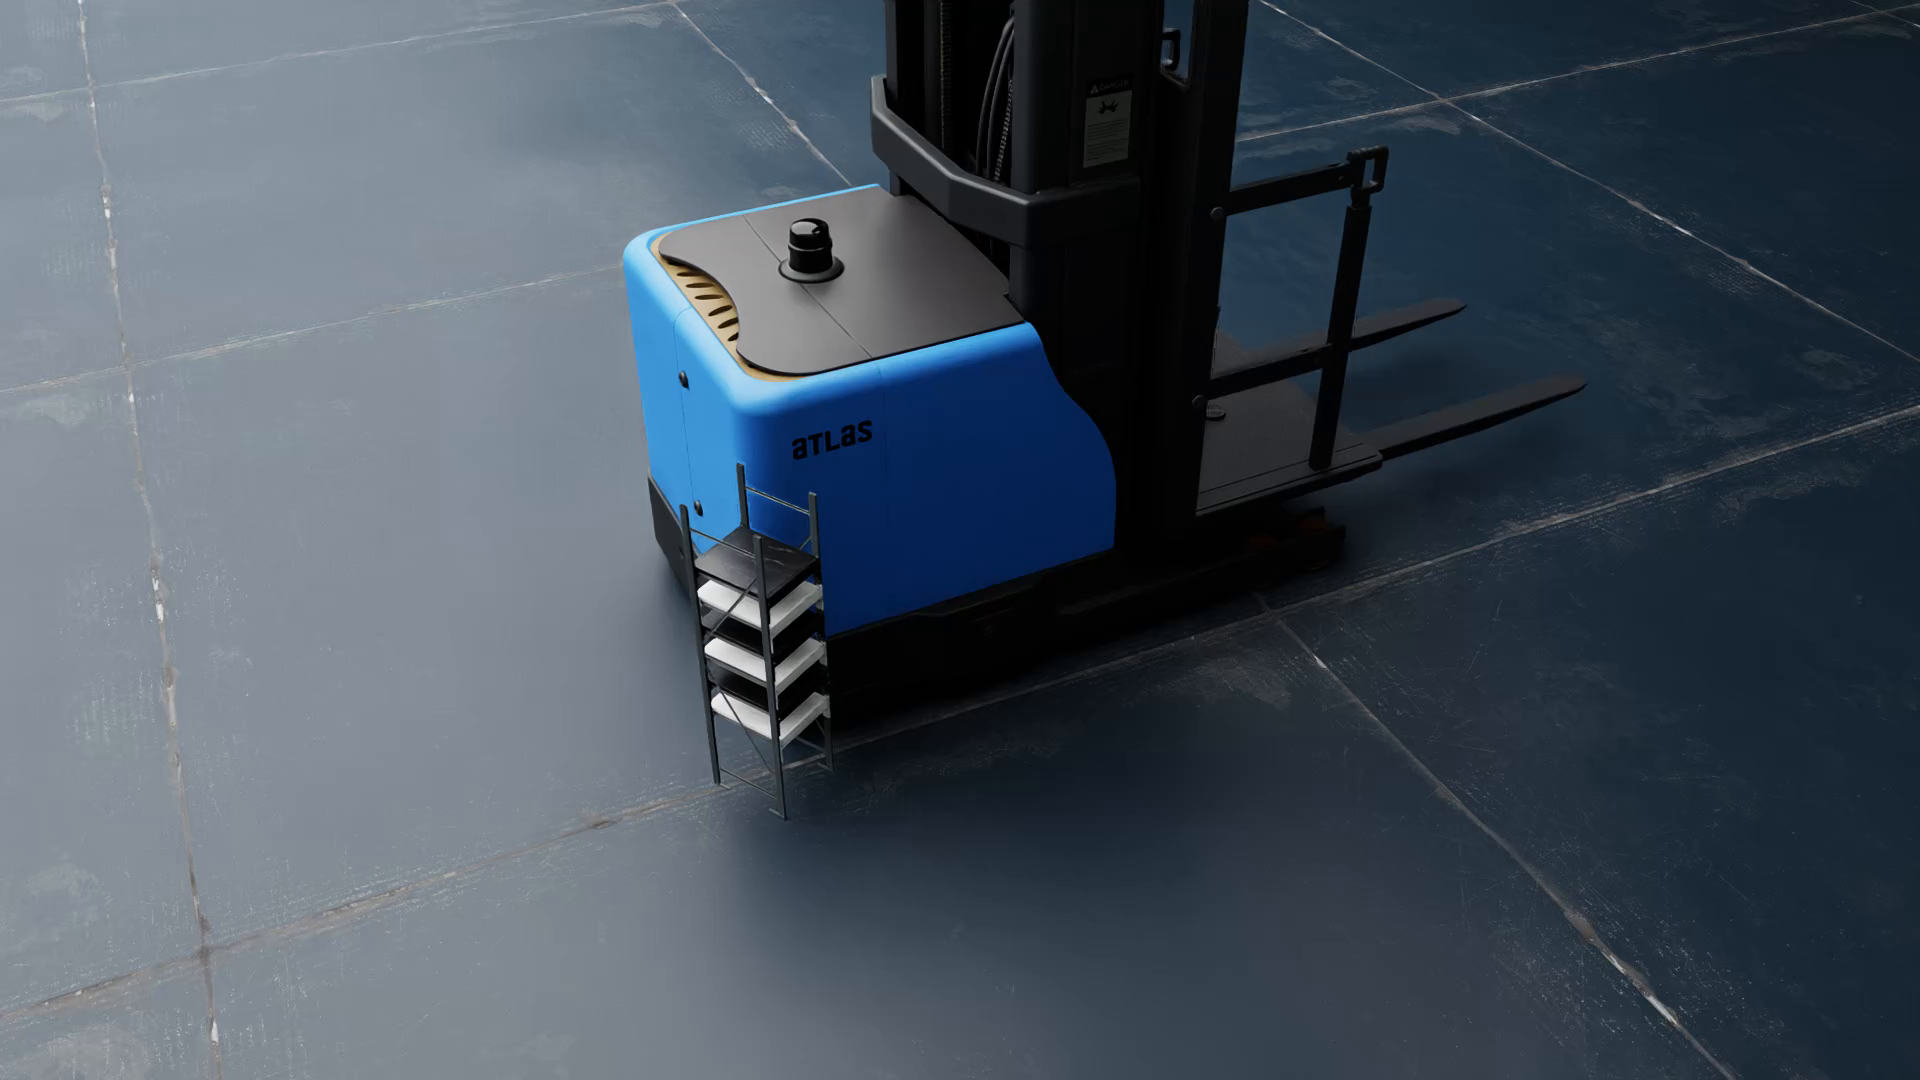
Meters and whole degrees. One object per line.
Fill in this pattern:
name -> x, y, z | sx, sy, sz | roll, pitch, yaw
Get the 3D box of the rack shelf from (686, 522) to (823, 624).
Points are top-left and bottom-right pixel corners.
rack shelf -> -0.493, 0.077, 3.994 | 0.258, 0.077, 0.200 | 22, 42, 26

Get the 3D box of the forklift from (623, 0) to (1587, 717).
forklift -> 0.609, -1.298, 4.539 | 3.031, 2.935, 1.130 | -17, 40, -21

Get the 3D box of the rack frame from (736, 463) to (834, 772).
rack frame -> -0.436, 0.216, 4.203 | 0.240, 0.900, 0.006 | 22, 42, 26

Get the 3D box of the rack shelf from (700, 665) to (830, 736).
rack shelf -> -0.492, 0.365, 4.209 | 0.258, 0.077, 0.200 | 22, 42, 26

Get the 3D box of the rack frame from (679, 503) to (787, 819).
rack frame -> -0.549, 0.317, 4.067 | 0.240, 0.900, 0.006 | 22, 42, 26

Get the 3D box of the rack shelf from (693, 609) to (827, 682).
rack shelf -> -0.492, 0.221, 4.101 | 0.258, 0.077, 0.200 | 22, 42, 26

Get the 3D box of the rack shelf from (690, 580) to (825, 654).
rack shelf -> -0.492, 0.149, 4.047 | 0.258, 0.077, 0.200 | 22, 42, 26

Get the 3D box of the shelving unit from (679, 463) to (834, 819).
shelving unit -> -0.492, 0.266, 4.135 | 0.258, 0.900, 0.210 | 22, 42, 26

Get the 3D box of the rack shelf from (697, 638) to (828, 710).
rack shelf -> -0.492, 0.293, 4.155 | 0.258, 0.077, 0.200 | 22, 42, 26

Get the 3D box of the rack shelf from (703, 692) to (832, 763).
rack shelf -> -0.492, 0.438, 4.262 | 0.258, 0.077, 0.200 | 22, 42, 26
